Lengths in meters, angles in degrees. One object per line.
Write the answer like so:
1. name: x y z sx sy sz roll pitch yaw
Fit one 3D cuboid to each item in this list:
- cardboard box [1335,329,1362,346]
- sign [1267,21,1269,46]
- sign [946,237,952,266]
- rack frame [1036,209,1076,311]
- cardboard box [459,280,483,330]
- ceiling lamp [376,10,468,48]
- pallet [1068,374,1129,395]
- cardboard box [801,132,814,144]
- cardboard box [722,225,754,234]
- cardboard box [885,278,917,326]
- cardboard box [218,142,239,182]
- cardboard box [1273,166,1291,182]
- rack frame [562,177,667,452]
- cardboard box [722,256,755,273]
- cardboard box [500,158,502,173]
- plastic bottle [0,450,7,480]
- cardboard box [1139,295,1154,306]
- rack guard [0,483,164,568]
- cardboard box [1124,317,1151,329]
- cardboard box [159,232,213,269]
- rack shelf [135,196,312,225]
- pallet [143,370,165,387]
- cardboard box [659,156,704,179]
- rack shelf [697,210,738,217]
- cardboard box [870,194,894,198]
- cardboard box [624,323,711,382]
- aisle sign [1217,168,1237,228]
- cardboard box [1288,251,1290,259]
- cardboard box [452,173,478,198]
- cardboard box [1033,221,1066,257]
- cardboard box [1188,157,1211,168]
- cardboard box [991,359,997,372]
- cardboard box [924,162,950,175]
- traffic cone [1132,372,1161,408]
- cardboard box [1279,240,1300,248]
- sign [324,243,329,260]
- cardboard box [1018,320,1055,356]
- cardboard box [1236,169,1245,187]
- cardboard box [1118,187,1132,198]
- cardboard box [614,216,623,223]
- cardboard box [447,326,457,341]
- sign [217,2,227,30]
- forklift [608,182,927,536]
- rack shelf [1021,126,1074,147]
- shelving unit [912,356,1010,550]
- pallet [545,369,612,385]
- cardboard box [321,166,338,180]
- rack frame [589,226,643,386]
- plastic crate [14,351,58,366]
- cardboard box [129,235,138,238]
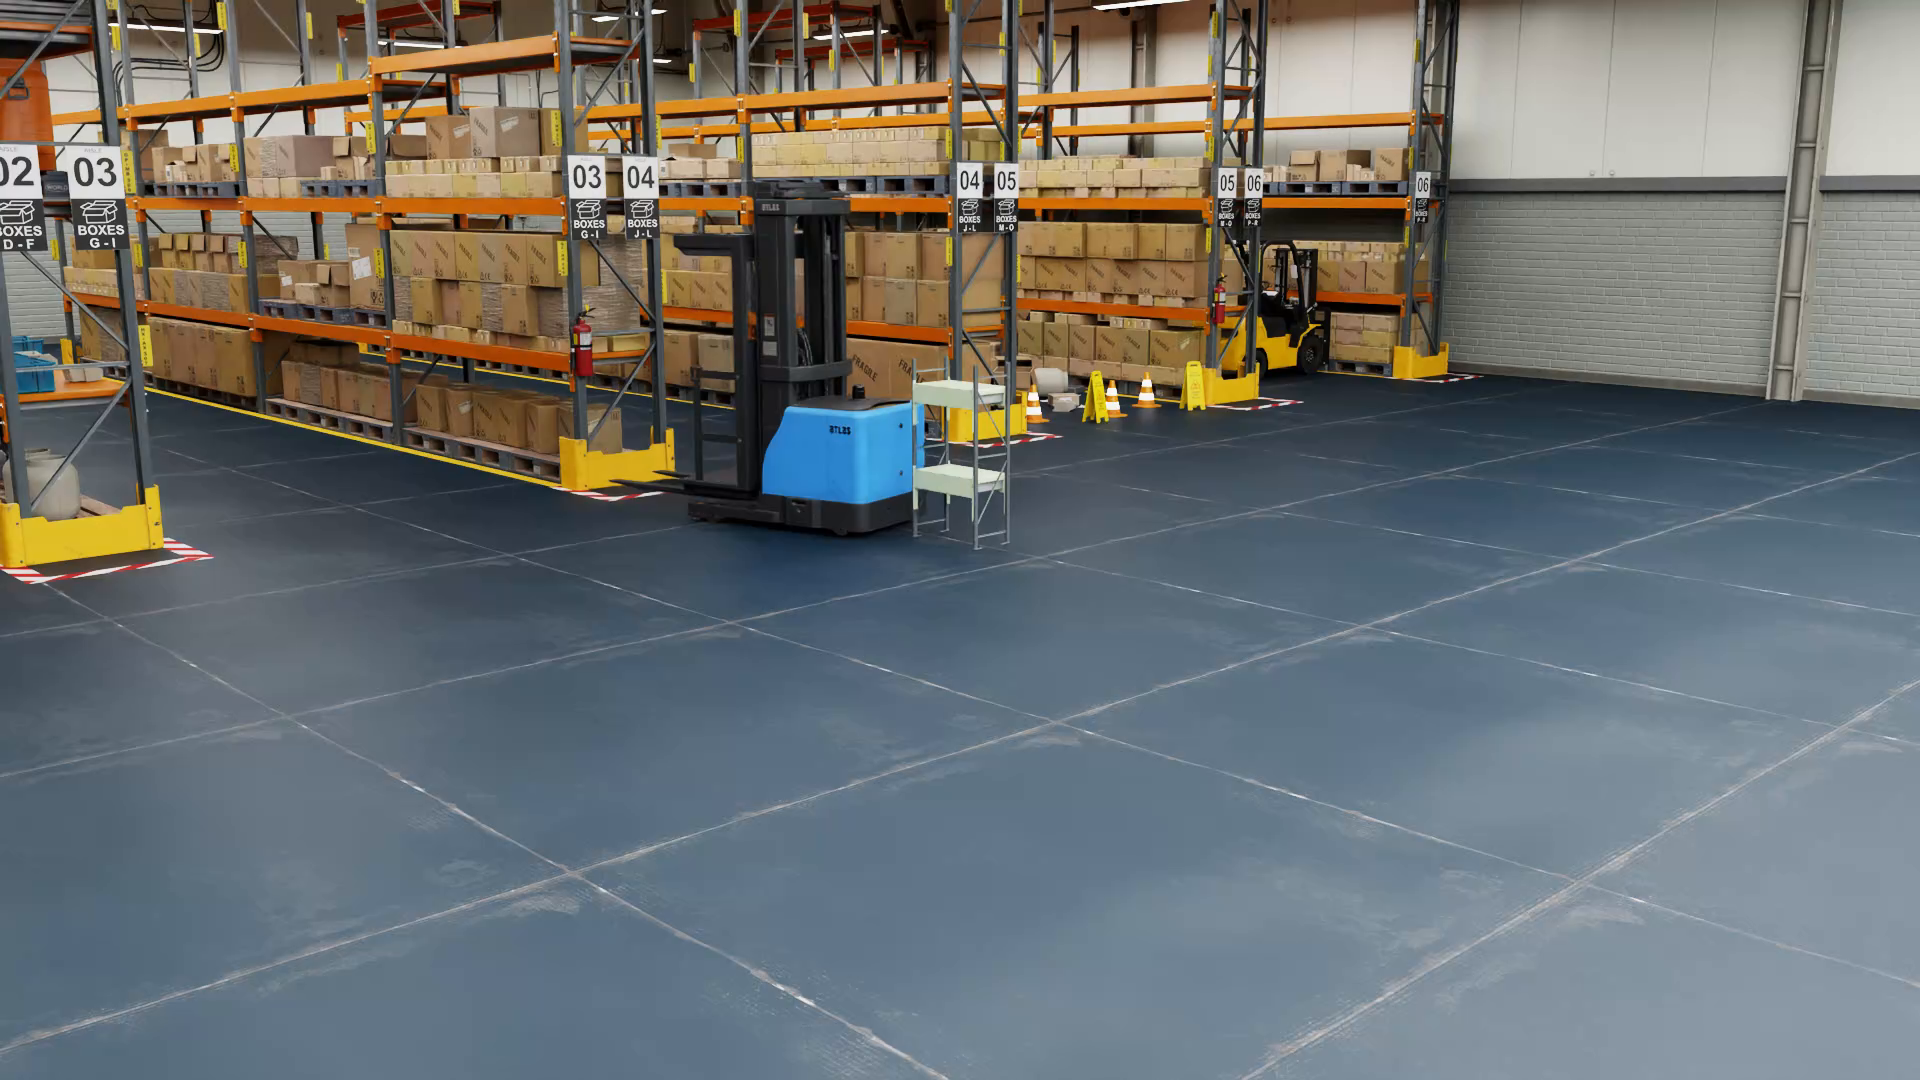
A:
1. cardboard box: 6.478 -3.320 27.125 0.500 0.250 0.500 -11 16 -43
2. sign: 4.184 -6.932 22.744 0.100 0.325 0.005 -11 16 -43
3. sign: -0.121 -3.326 19.167 0.100 0.325 0.005 -11 16 -43
4. rack frame: 1.854 -5.281 32.111 1.000 3.000 0.127 -11 16 -43
5. cardboard box: -4.819 -2.529 17.768 0.875 0.500 0.500 -11 16 -43
6. ceiling lamp: -10.865 -11.608 33.486 2.000 3.185 0.800 -11 16 -43
7. pallet: 2.365 -2.368 24.883 1.003 0.211 1.213 -11 16 -43
8. cardboard box: -1.770 -5.043 20.879 0.380 0.149 0.250 -11 16 -42
9. cardboard box: -4.028 -5.537 30.626 0.500 0.500 0.500 -11 16 -43
10. cardboard box: -0.404 -2.915 20.257 0.875 0.550 0.550 -11 16 -43
11. cardboard box: -9.374 -5.012 22.076 0.797 0.503 0.637 -10 15 -39
12. cardboard box: 5.422 -6.096 27.680 0.258 0.266 0.396 11 16 44
13. rack frame: -3.376 -2.040 16.382 1.000 3.000 0.127 -11 16 -43
14. cardboard box: -2.829 -3.911 22.735 0.700 0.500 0.500 -11 16 -44
15. cardboard box: -4.428 -3.794 16.844 0.380 0.149 0.250 -11 16 -42
16. plastic bottle: -9.025 -0.709 15.580 0.152 0.276 0.135 -11 16 -43
17. cardboard box: 2.762 -3.418 23.692 0.380 0.149 0.250 -11 16 -42
18. rack guard: -7.045 -0.130 13.306 1.175 0.500 0.348 -11 16 -43
19. cardboard box: 2.576 -3.127 23.964 0.380 0.149 0.250 -11 16 -42
20. cardboard box: -11.216 -4.240 24.324 0.637 0.503 0.797 11 16 44
21. rack shelf: -10.282 -4.617 23.235 1.077 0.370 4.000 -11 16 -43
22. pallet: -12.132 -2.548 25.755 1.003 0.211 1.213 -11 16 -43
23. cardboard box: -3.851 -5.206 23.245 0.500 0.311 0.500 11 16 43
24. rack shelf: -5.877 -6.581 32.772 1.077 0.370 4.000 -11 16 -43
25. cardboard box: -1.086 -5.967 27.761 0.700 0.500 0.500 -11 16 -43
26. cardboard box: -4.282 -2.760 24.407 1.050 0.750 0.750 -11 16 -42
27. aisle sign: 3.624 -4.645 22.582 0.394 0.787 0.004 -11 16 -43
28. cardboard box: 5.509 -4.790 27.872 0.250 0.149 0.380 11 16 43
29. cardboard box: -4.939 -3.692 17.337 0.500 0.250 0.500 -11 16 -44
30. cardboard box: 1.513 -4.518 24.942 0.700 0.500 0.500 -11 16 -42
31. cardboard box: 3.344 -5.166 22.767 0.380 0.149 0.250 -11 16 -42
32. cardboard box: 0.095 -2.304 23.511 0.797 0.637 0.503 -11 16 -43
33. cardboard box: -0.194 -4.319 19.341 0.380 0.149 0.250 -11 16 -43
34. traffic cone: 2.561 -2.062 22.773 0.336 0.463 0.334 -11 16 -43
35. cardboard box: 5.569 -4.945 27.887 0.380 0.149 0.250 -11 16 -43
36. sign: -8.515 -3.813 22.313 0.100 0.325 0.005 -11 16 -43
37. cardboard box: 1.241 -3.108 25.477 0.500 0.500 0.500 -10 15 -40
38. cardboard box: 3.637 -5.073 23.303 0.500 0.250 0.500 -11 16 -44
39. cardboard box: 2.478 -4.971 23.797 0.250 0.149 0.380 11 16 44
40. cardboard box: -6.689 -6.404 33.230 0.250 0.149 0.380 11 16 43
41. cardboard box: -5.327 -2.249 18.016 0.380 0.149 0.250 -11 16 -43
42. sign: -9.300 -6.603 20.955 0.100 0.325 0.005 -11 16 -43
43. forklift: -1.817 -1.669 14.751 3.031 2.935 1.130 7 14 31
44. rack shelf: 0.473 -7.963 33.036 1.077 0.370 4.000 -11 16 -43
45. shelving unit: 0.005 -0.734 13.755 0.431 1.500 0.755 -11 16 -43
46. pallet: -5.782 -2.633 26.168 1.003 0.211 1.213 -11 16 -43
47. cardboard box: -7.506 -4.444 20.154 0.250 0.166 0.380 11 16 44
48. rack frame: -5.244 -3.884 25.332 1.000 3.000 0.127 -11 16 -43
49. plastic crate: -8.416 -1.603 14.913 0.530 0.136 0.437 -11 16 -43
50. cardboard box: -13.899 -4.781 27.458 0.500 0.500 0.500 -11 16 -42
